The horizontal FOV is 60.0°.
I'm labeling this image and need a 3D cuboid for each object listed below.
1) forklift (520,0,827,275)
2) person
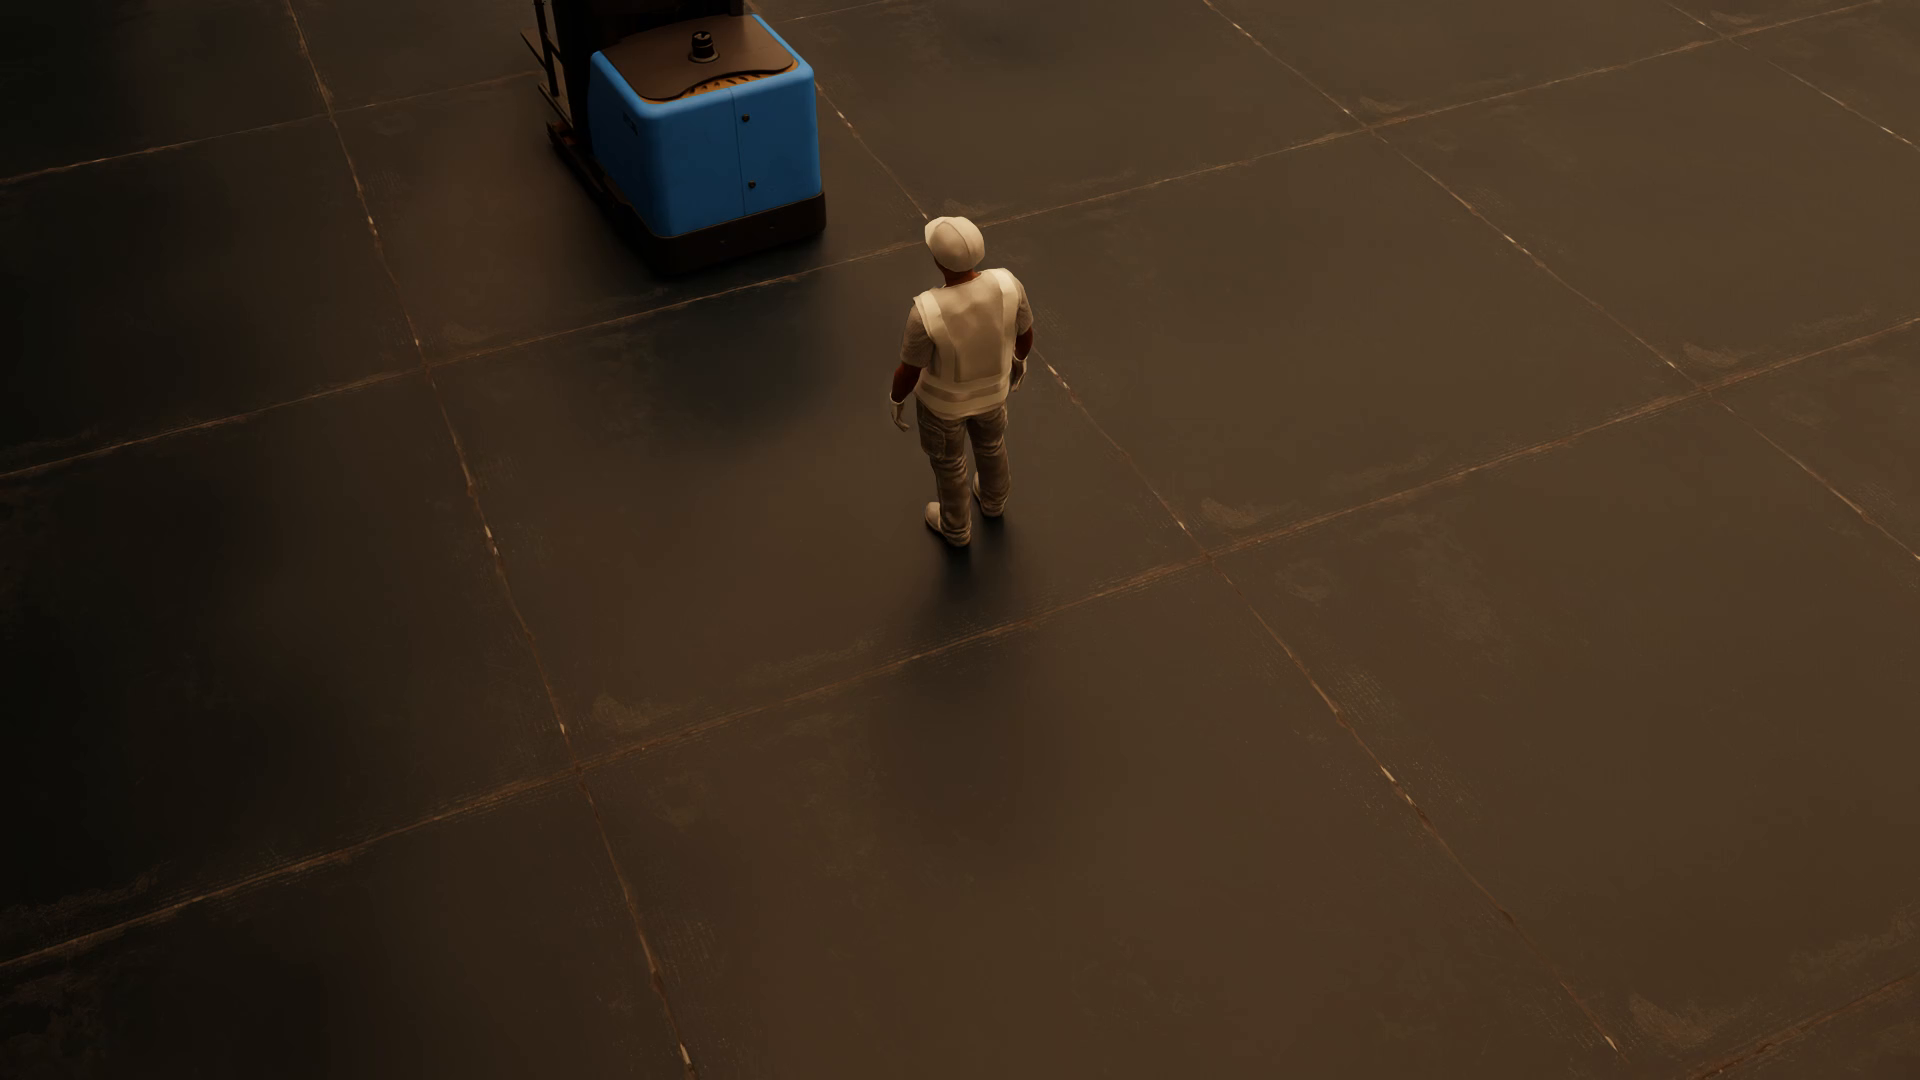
[{"bbox_3d":[-1.931,-3.555,9.490,1.130,2.935,3.031,-21,47,-21],"label":"forklift"},{"bbox_3d":[-0.022,-0.704,7.265,0.656,1.782,0.577,-18,46,-18],"label":"person"}]
